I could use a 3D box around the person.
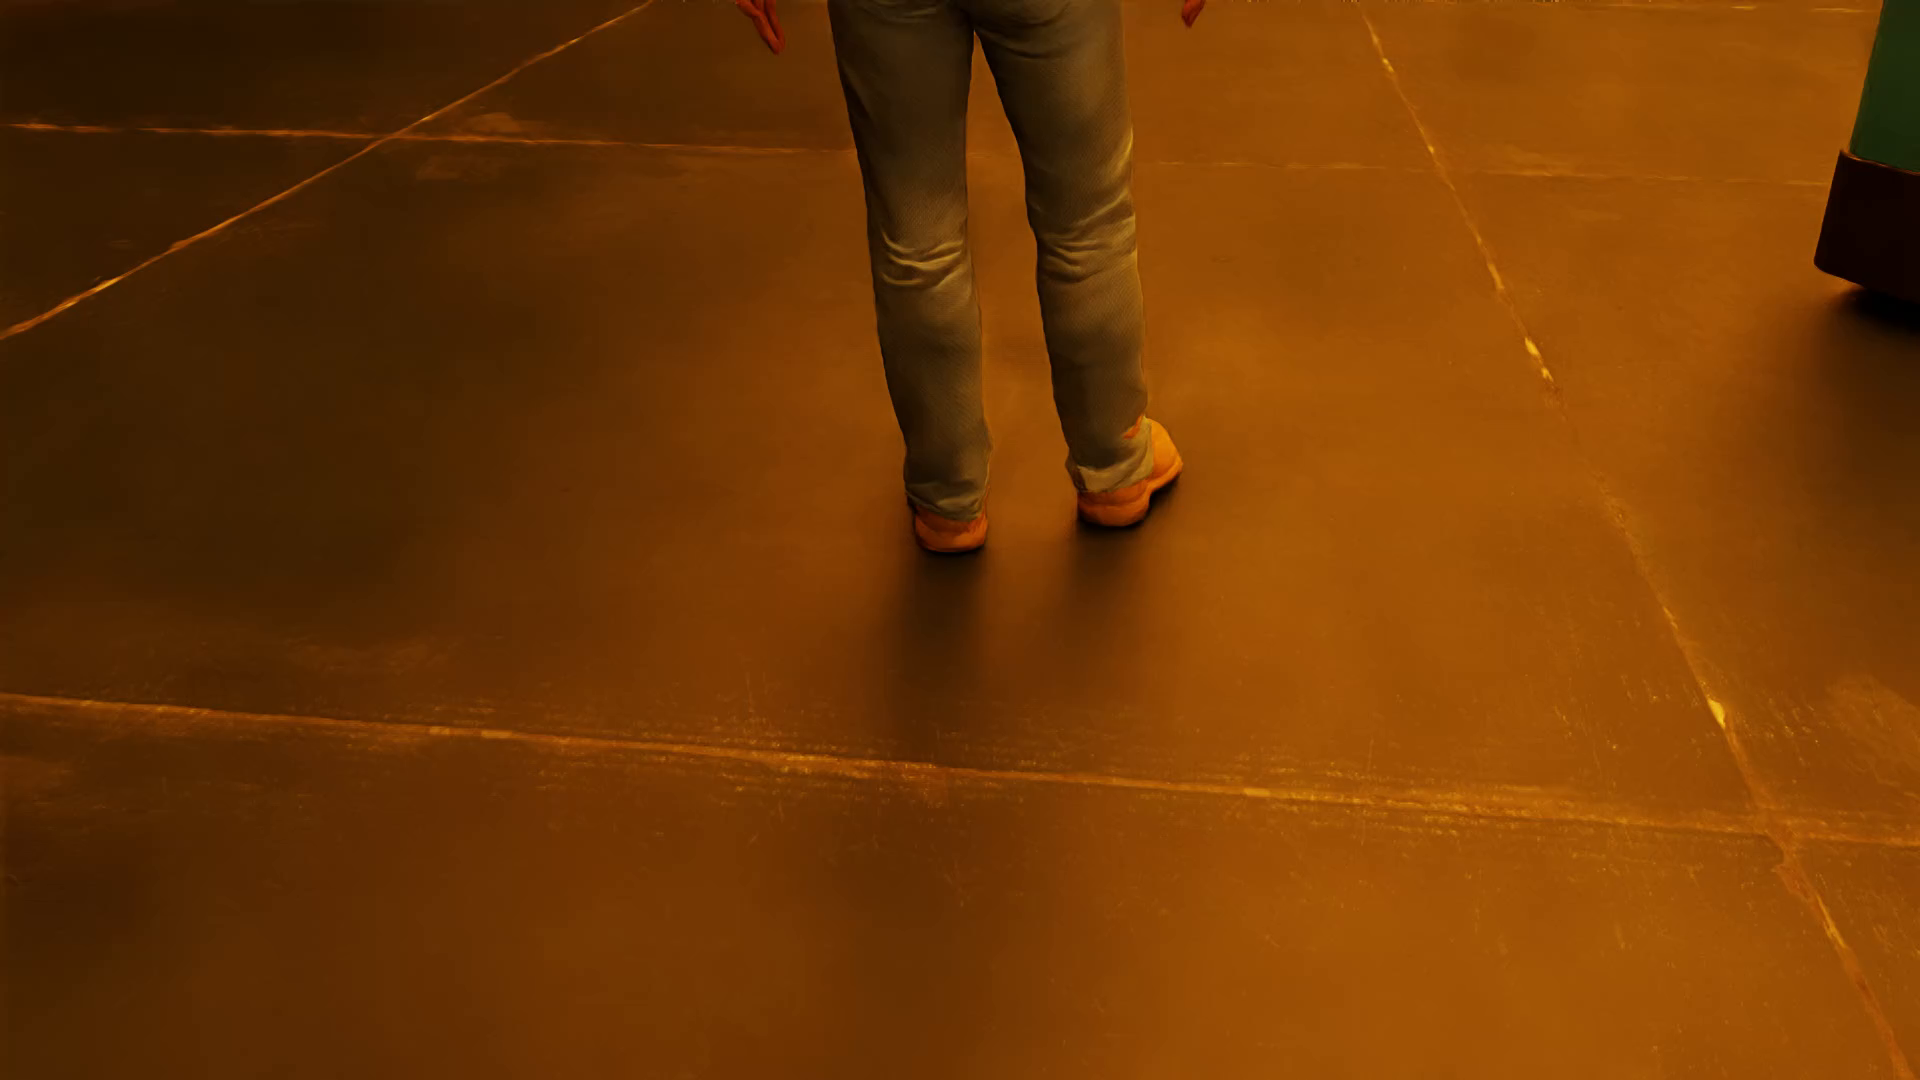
[{"bbox_3d":[0.015,-0.827,2.164,0.665,1.766,0.576,3,27,7],"label":"person"}]

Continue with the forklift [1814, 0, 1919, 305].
[{"bbox_3d":[3.360,-1.879,2.984,3.031,2.935,1.130,-10,28,-20],"label":"forklift"}]
